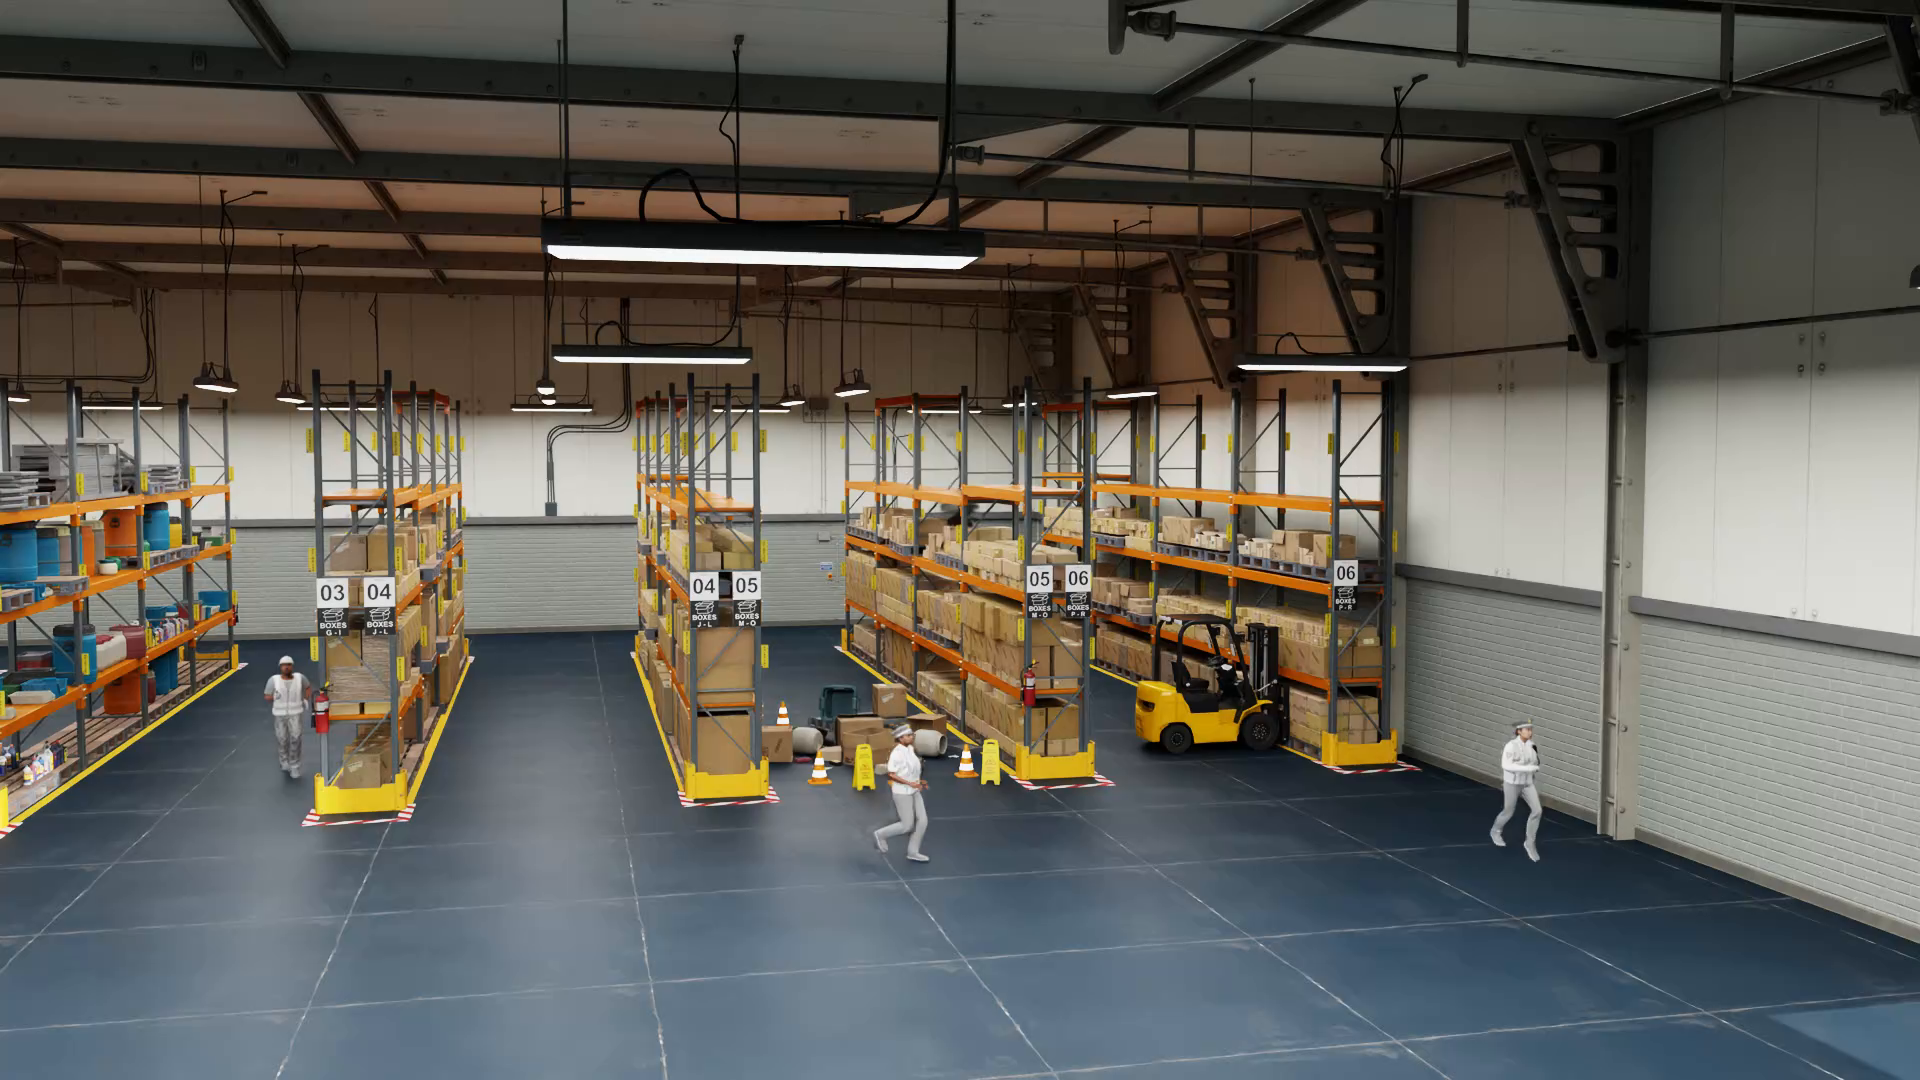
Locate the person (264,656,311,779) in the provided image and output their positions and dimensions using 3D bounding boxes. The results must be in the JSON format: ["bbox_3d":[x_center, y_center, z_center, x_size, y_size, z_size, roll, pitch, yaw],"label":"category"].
[{"bbox_3d":[-10.109,2.663,25.016,0.654,1.835,0.735,-1,4,-21],"label":"person"}]

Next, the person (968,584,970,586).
[{"bbox_3d":[0.157,1.851,39.270,0.710,1.786,1.026,-2,4,-31],"label":"person"}]

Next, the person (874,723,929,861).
[{"bbox_3d":[-0.677,3.017,19.996,0.672,1.654,0.579,2,4,25],"label":"person"}]

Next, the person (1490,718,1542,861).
[{"bbox_3d":[6.785,2.996,20.282,0.638,1.729,0.831,-2,4,-25],"label":"person"}]
